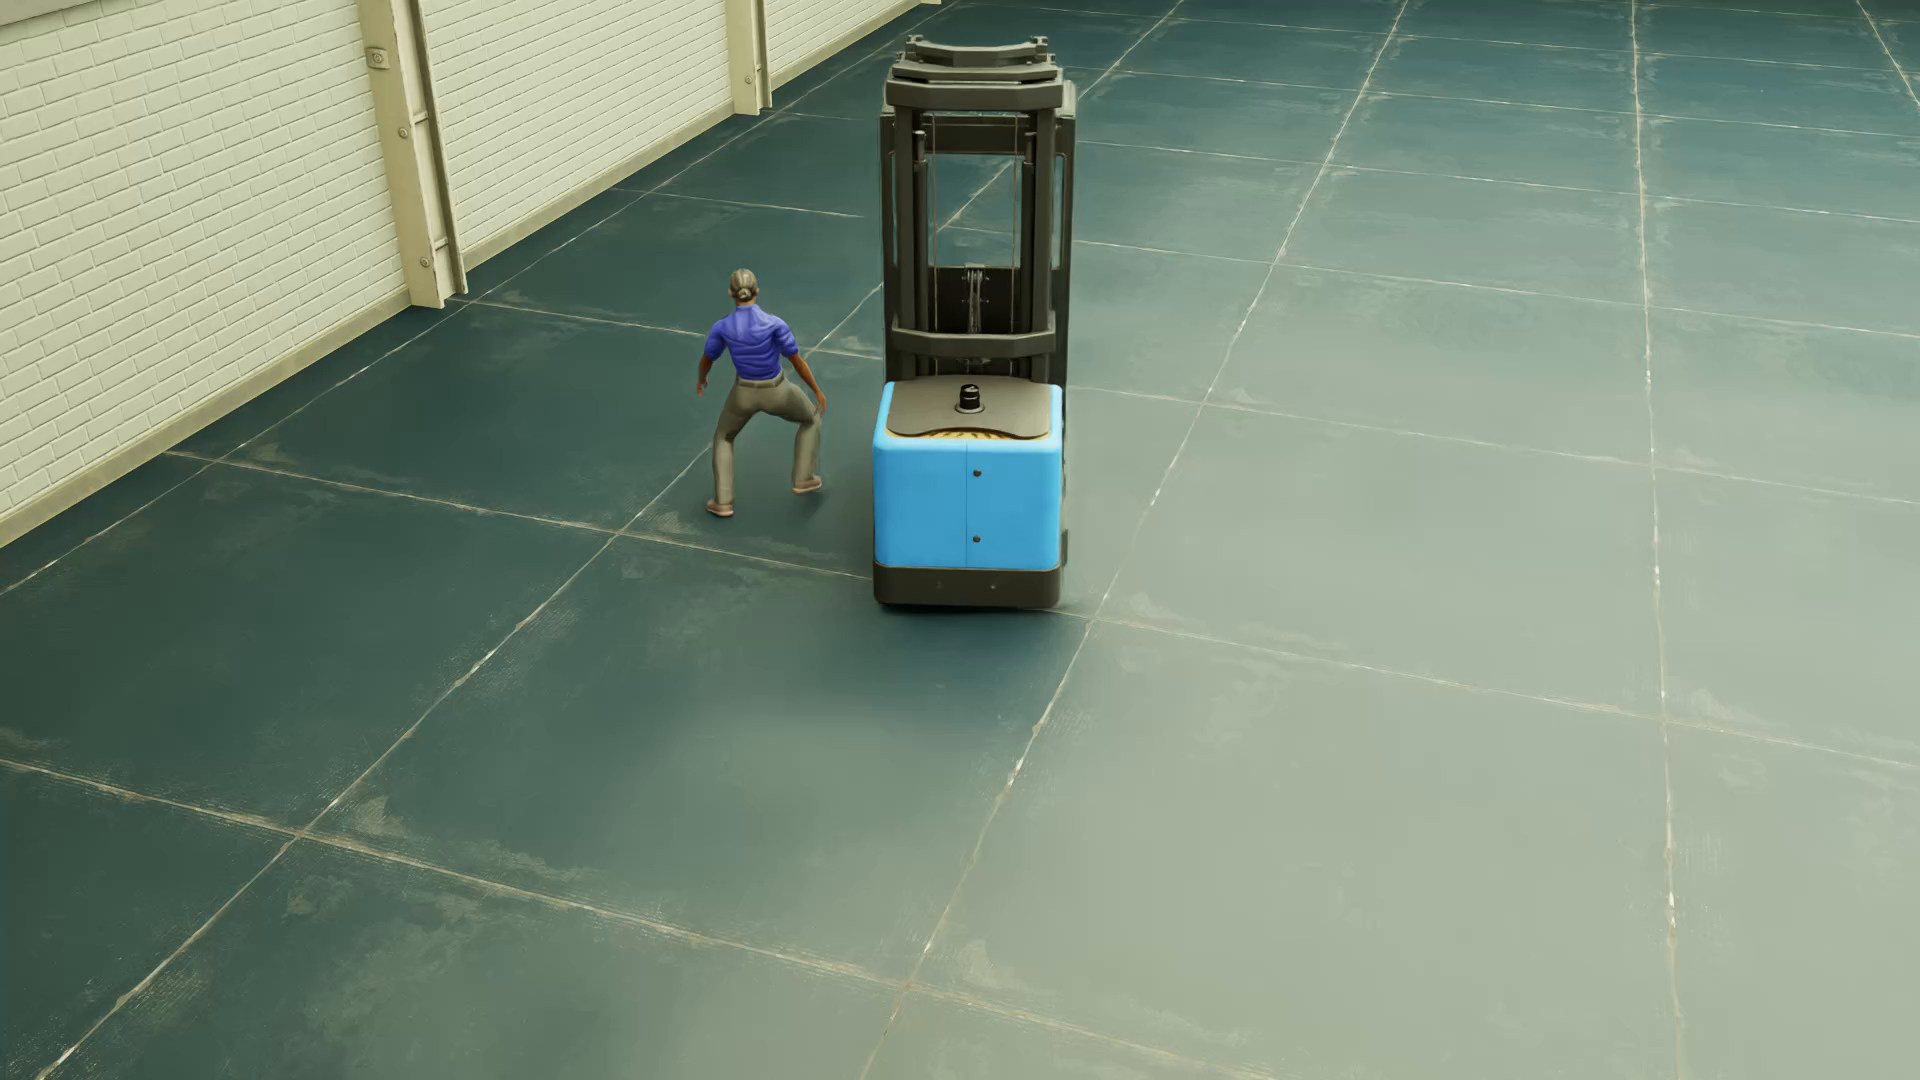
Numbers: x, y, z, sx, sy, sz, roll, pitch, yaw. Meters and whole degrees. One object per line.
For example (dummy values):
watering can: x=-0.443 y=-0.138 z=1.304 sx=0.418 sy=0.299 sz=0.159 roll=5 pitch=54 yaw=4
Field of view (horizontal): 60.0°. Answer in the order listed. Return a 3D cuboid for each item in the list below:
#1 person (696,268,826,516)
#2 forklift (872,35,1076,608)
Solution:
person: x=-1.233 y=-0.910 z=10.159 sx=0.851 sy=1.566 sz=0.584 roll=4 pitch=30 yaw=7
forklift: x=0.111 y=-1.591 z=9.928 sx=1.130 sy=2.935 sz=3.031 roll=1 pitch=30 yaw=3
